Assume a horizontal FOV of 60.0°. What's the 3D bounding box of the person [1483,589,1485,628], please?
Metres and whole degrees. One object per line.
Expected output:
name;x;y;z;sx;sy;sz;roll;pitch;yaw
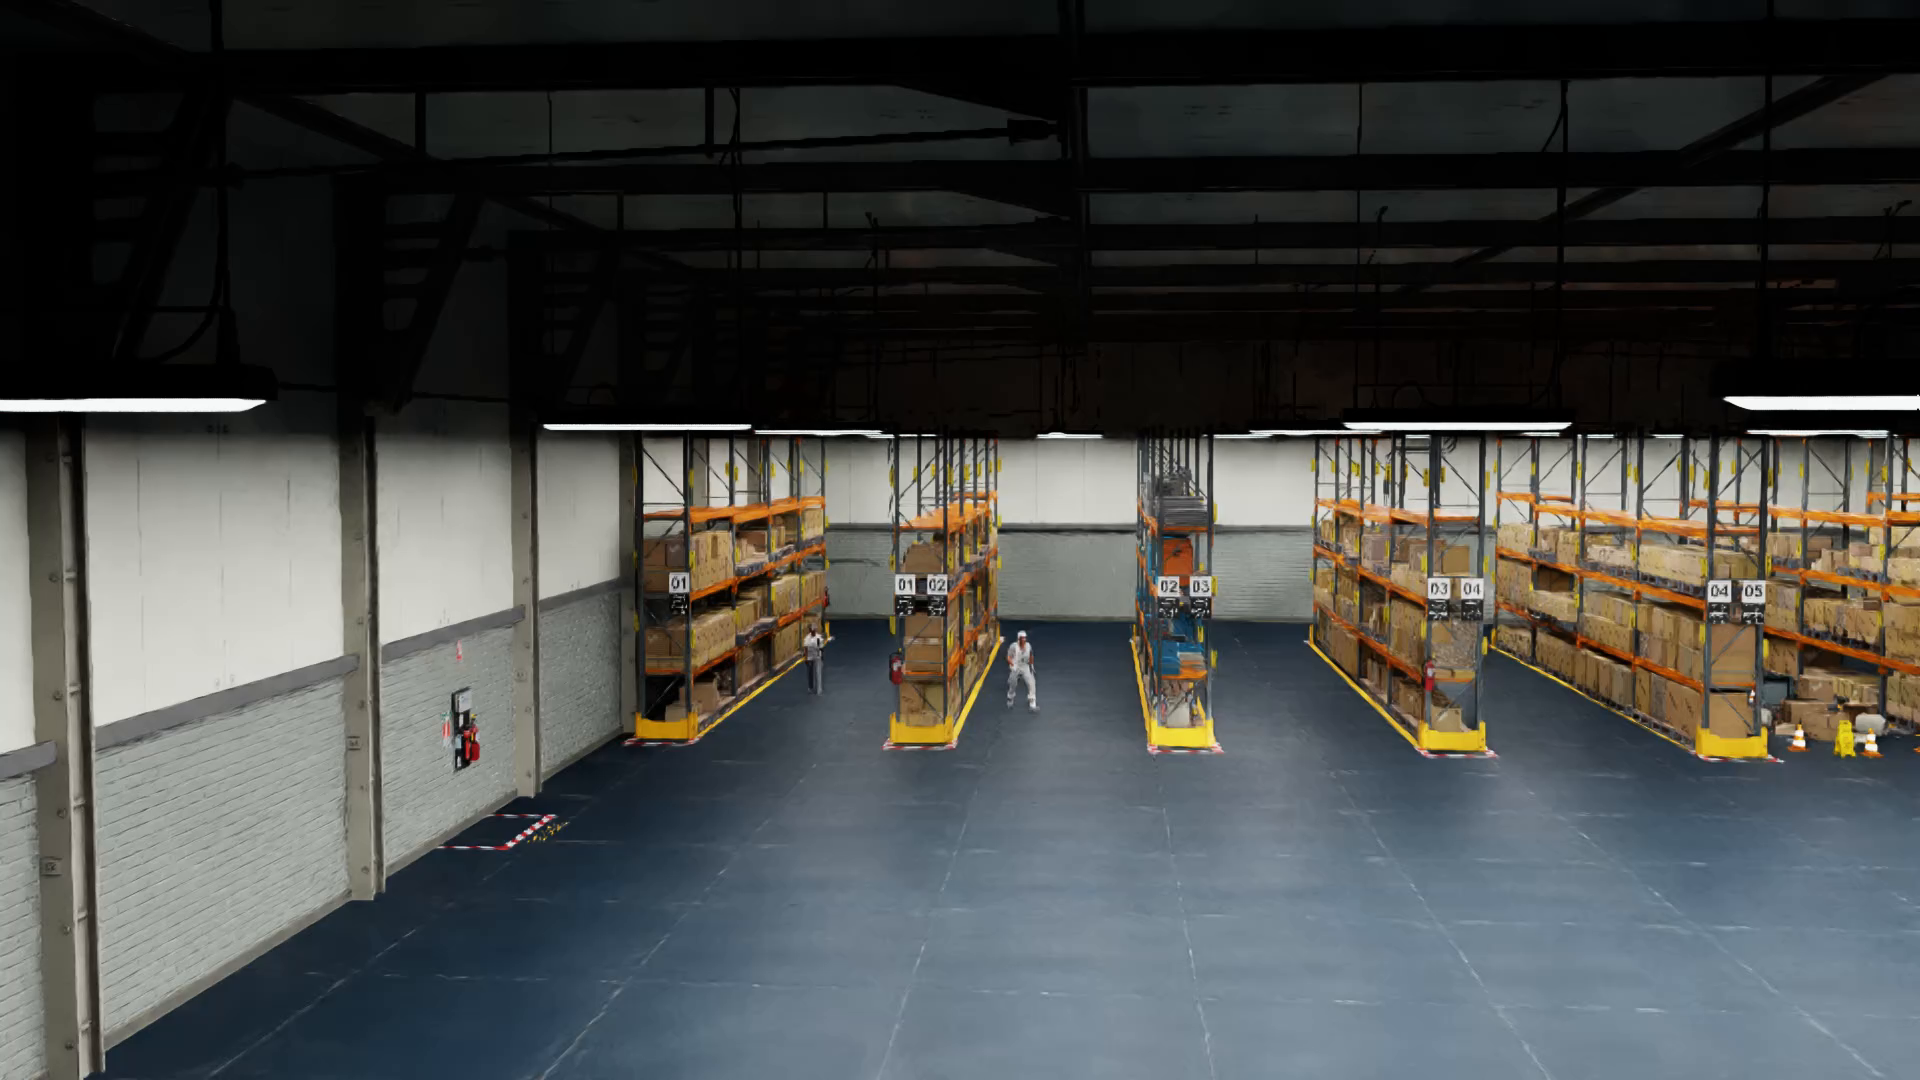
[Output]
person;15.509;1.887;50.084;0.570;1.669;0.955;2;4;25

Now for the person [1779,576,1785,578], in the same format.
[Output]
person;24.787;1.902;49.950;0.454;1.628;0.648;-2;4;-28

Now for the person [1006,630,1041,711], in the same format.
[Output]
person;1.289;2.740;35.138;0.686;1.716;0.829;-1;4;-13

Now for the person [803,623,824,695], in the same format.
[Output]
person;-3.291;2.653;37.350;0.448;1.617;0.996;0;3;-4
